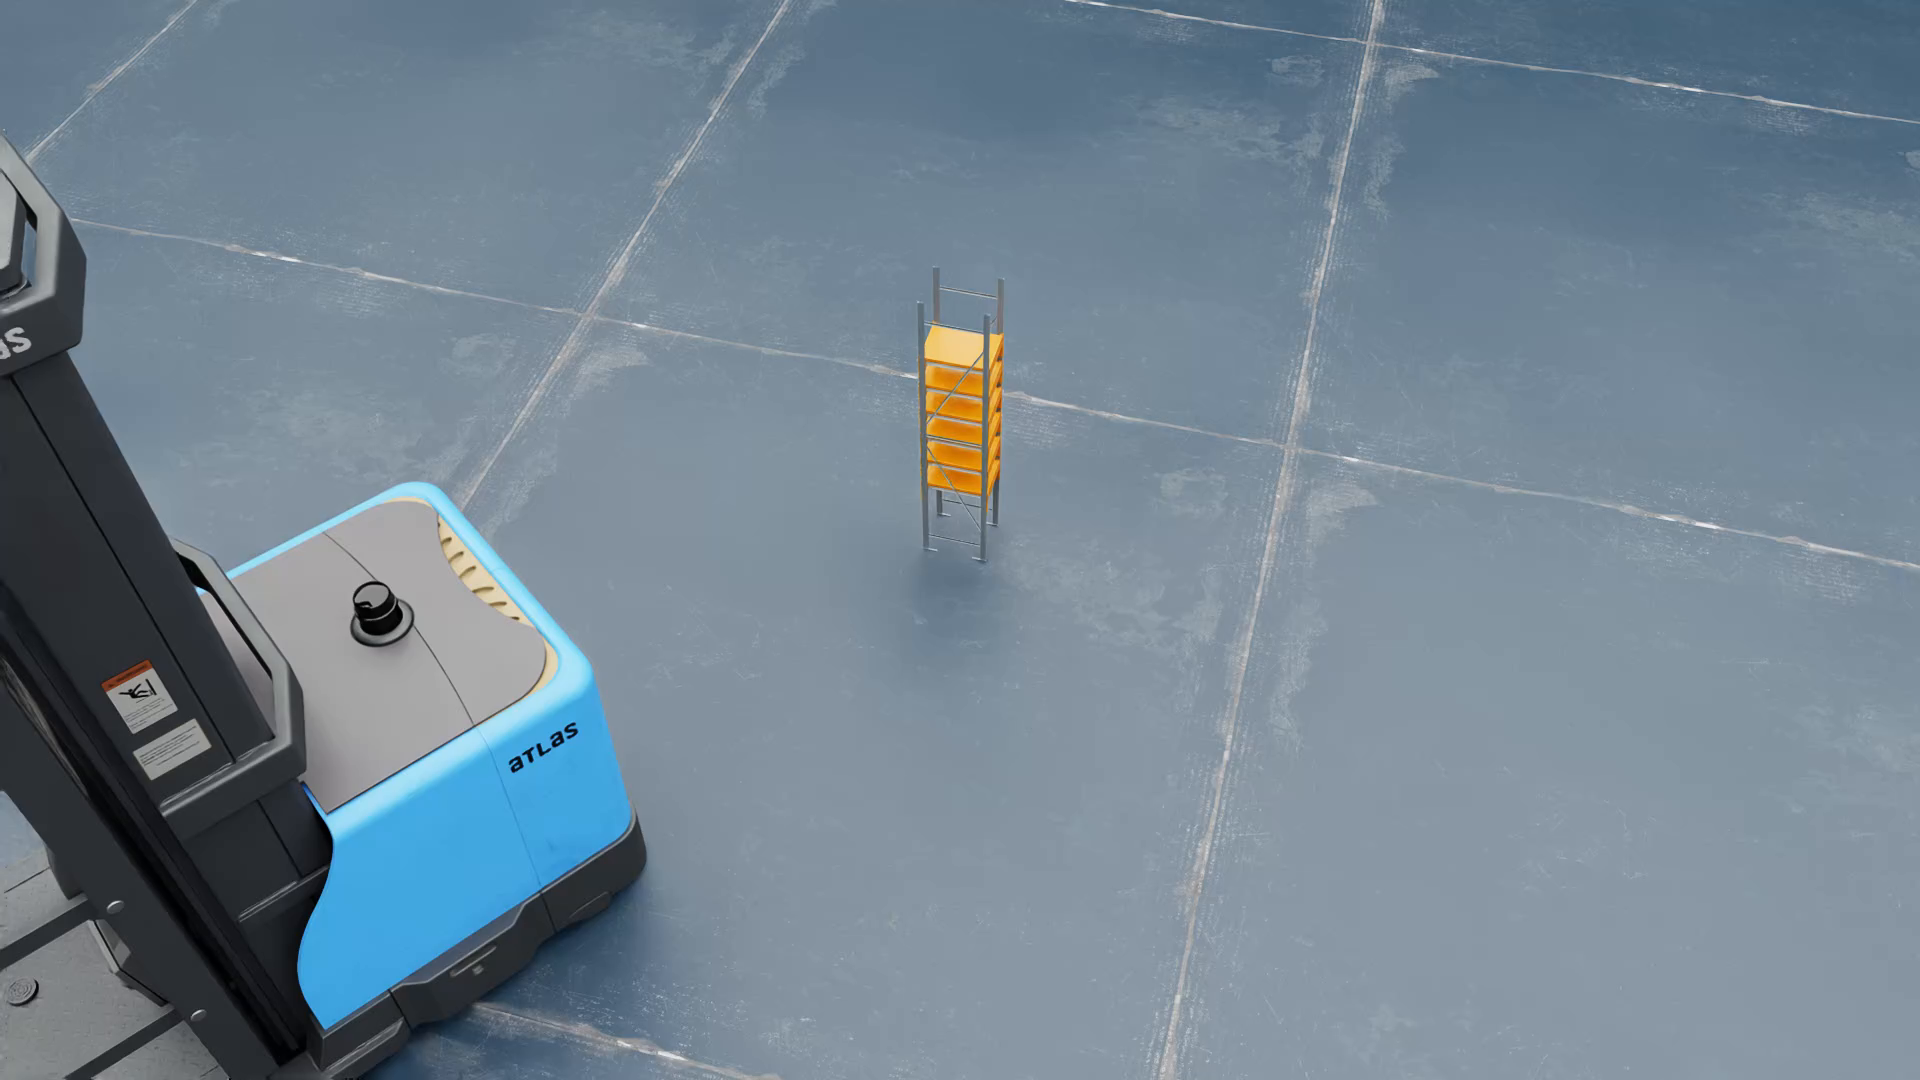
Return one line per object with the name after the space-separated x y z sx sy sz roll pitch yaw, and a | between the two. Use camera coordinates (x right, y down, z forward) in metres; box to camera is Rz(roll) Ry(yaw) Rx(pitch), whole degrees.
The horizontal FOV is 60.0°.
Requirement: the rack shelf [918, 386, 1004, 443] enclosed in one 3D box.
0.004 -0.458 5.753 0.258 0.103 0.180 12 50 10 | rack shelf

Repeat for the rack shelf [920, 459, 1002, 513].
0.004 -0.219 6.023 0.258 0.103 0.180 12 50 10 | rack shelf

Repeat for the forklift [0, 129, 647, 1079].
-2.445 0.526 3.831 3.031 2.935 1.130 -32 56 -25 | forklift

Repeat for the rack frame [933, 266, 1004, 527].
0.028 -0.474 5.868 0.240 1.200 0.006 12 50 10 | rack frame

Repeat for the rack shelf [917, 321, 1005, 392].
0.004 -0.616 5.573 0.258 0.103 0.180 12 50 10 | rack shelf

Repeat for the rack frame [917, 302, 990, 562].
-0.020 -0.341 5.751 0.240 1.200 0.006 12 50 10 | rack frame

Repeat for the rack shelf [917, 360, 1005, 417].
0.004 -0.537 5.663 0.258 0.103 0.180 12 50 10 | rack shelf

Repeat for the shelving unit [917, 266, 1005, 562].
0.004 -0.407 5.809 0.258 1.200 0.189 12 50 10 | shelving unit

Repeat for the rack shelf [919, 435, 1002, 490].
0.004 -0.299 5.933 0.258 0.103 0.180 12 50 10 | rack shelf

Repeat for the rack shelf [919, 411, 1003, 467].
0.004 -0.378 5.843 0.258 0.103 0.180 12 50 10 | rack shelf
